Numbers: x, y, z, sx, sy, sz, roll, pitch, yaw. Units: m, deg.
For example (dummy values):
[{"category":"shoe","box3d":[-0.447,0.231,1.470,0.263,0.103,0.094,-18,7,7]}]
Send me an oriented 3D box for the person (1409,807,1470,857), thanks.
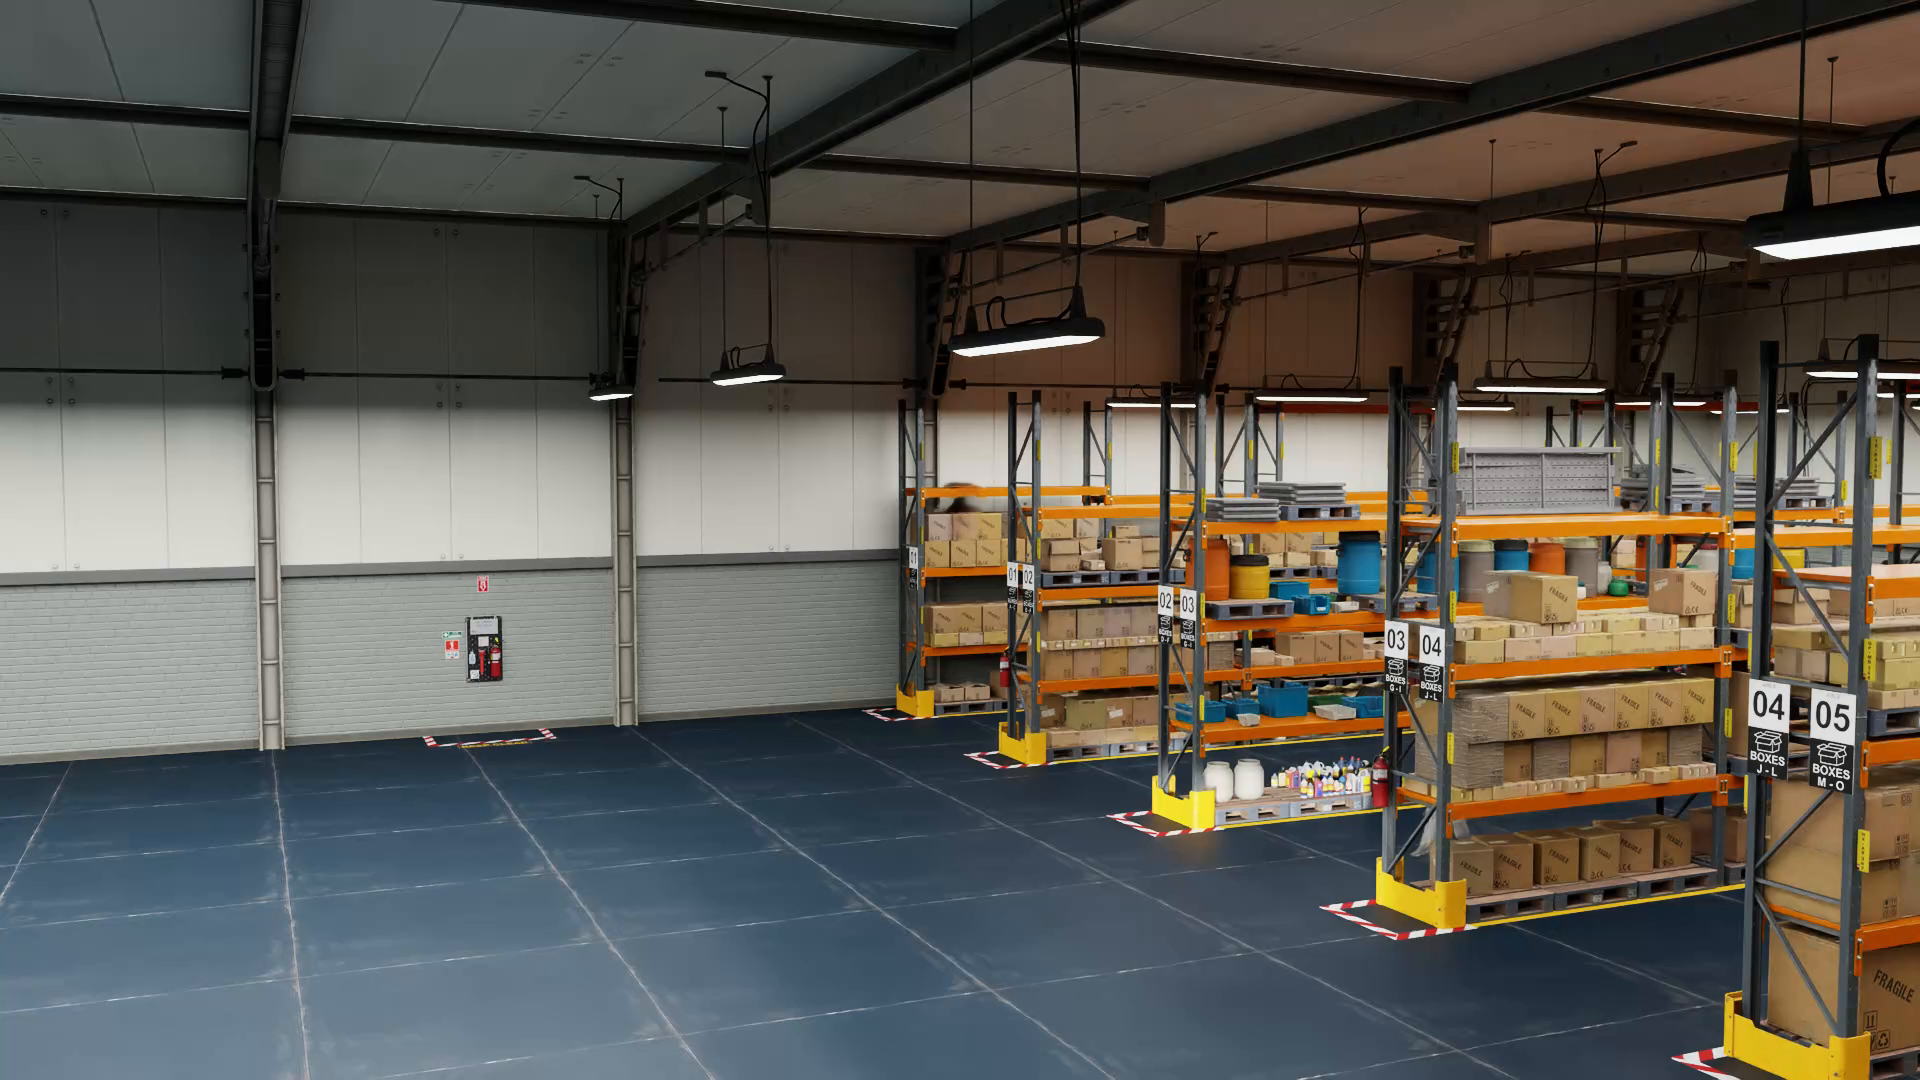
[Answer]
[{"category":"person","box3d":[5.978,3.144,20.580,0.735,1.682,0.468,0,3,0]}]
